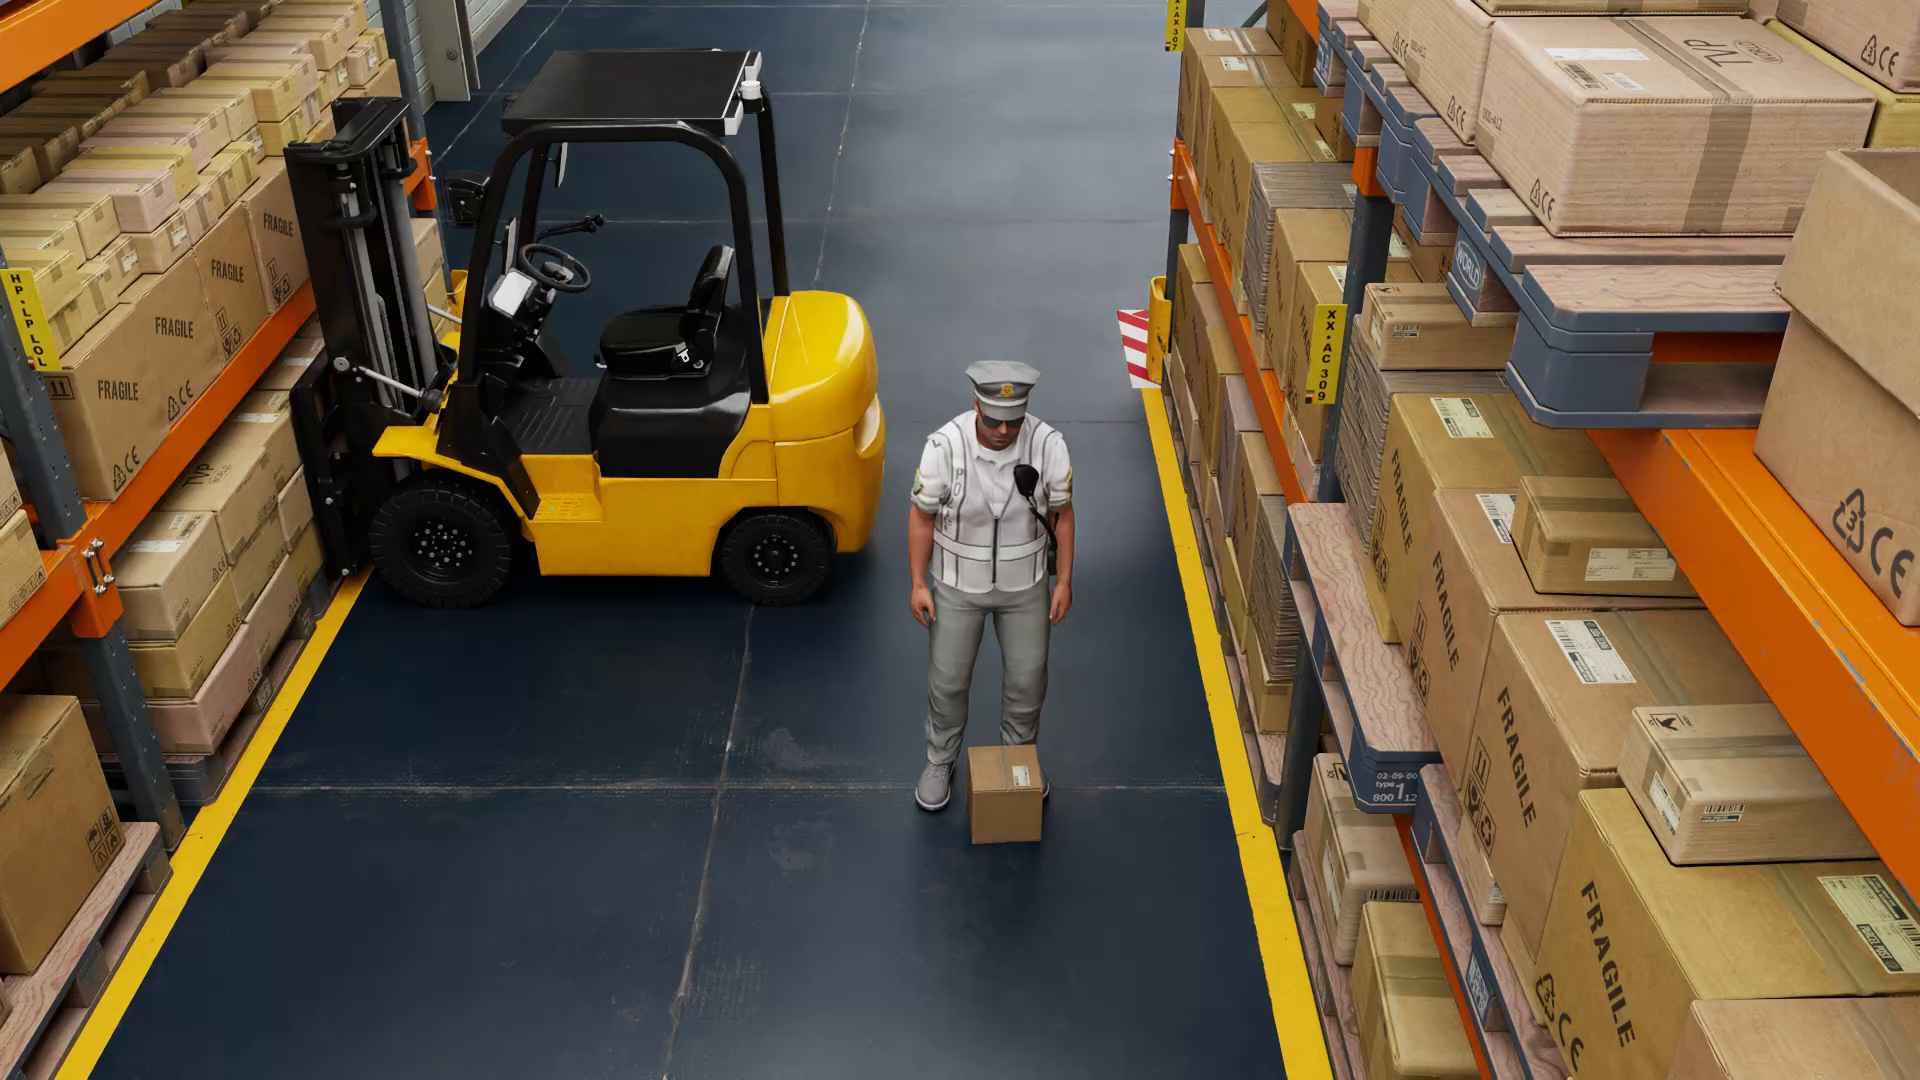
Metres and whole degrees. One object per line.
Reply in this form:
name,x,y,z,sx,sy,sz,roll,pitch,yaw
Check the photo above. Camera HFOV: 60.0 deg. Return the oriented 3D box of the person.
person,0.110,0.143,5.892,0.587,1.748,0.442,-2,31,-3
